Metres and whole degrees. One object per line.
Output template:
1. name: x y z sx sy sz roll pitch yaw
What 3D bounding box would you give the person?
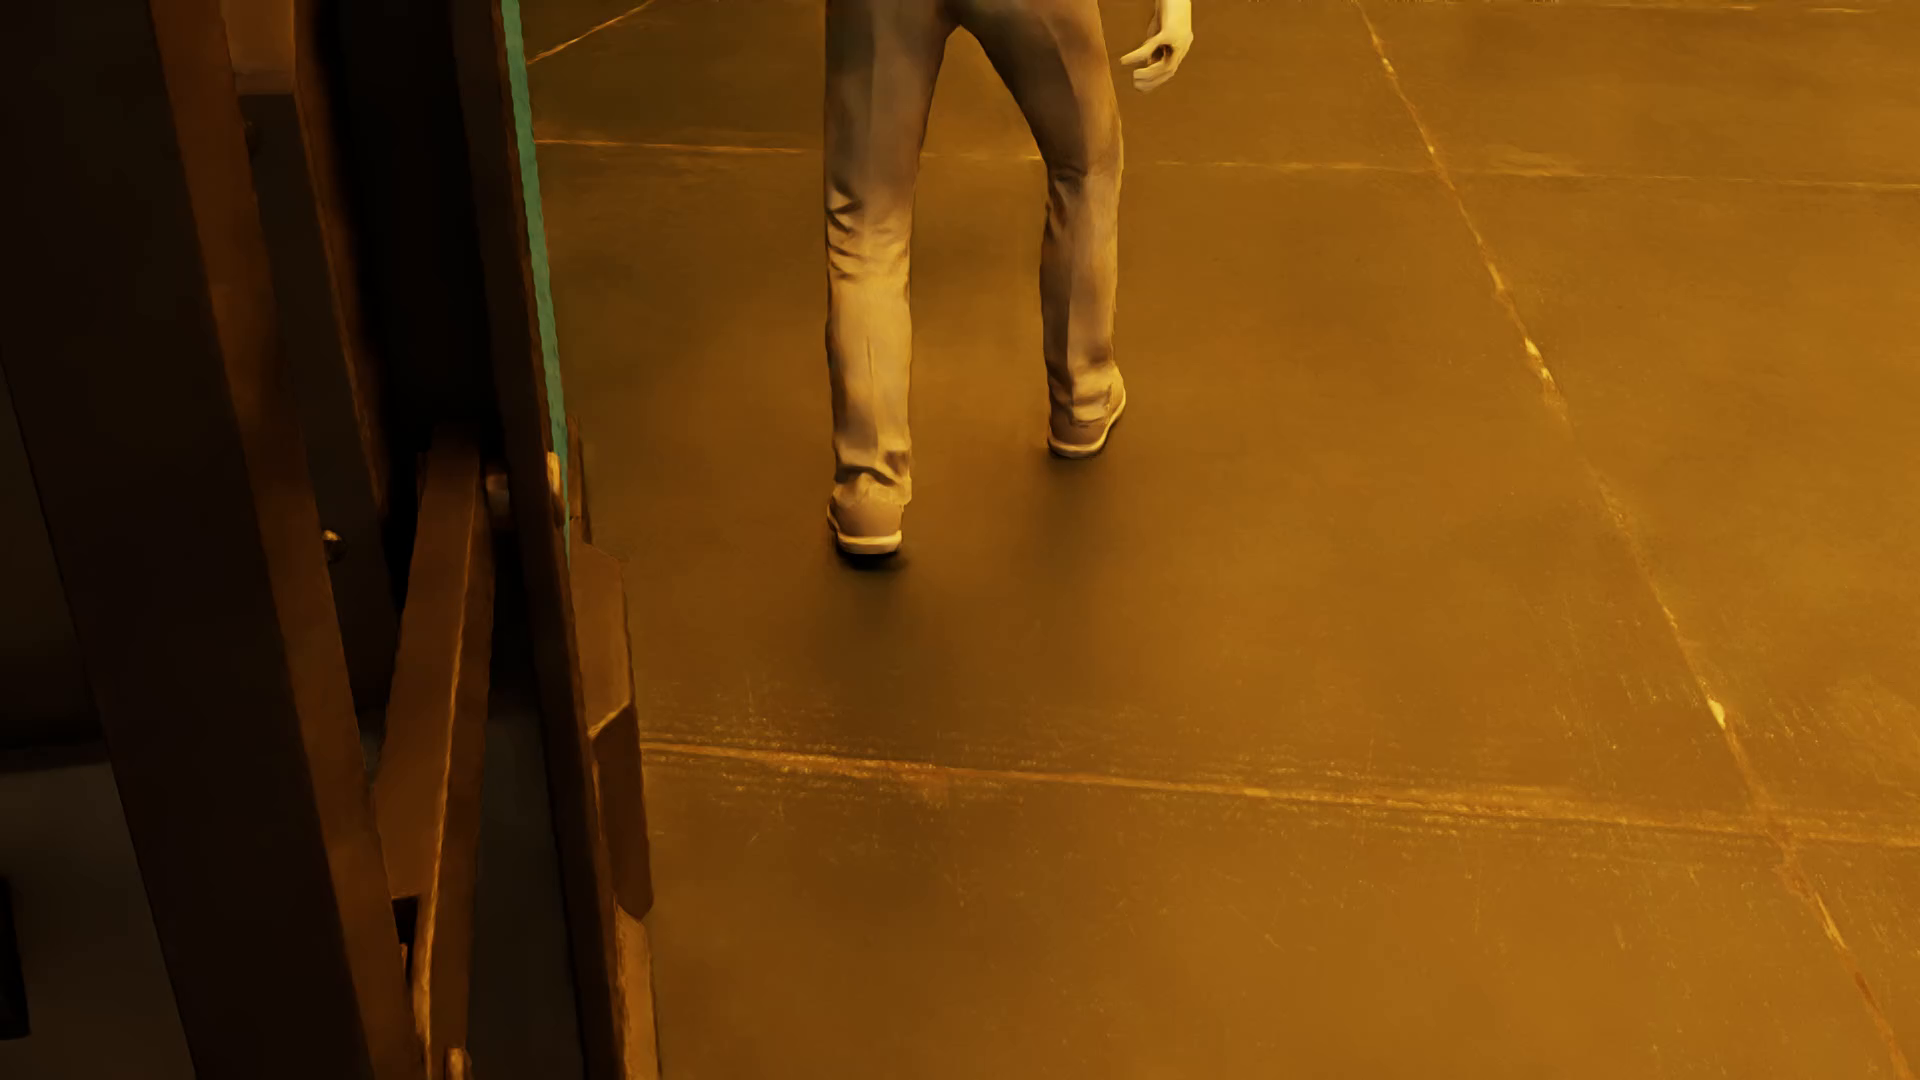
1. person: 0.031 -0.817 2.361 0.600 1.609 0.712 3 27 5

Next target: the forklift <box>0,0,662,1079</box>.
1. forklift: -0.691 -0.512 0.243 1.130 2.935 3.031 -6 27 -11
